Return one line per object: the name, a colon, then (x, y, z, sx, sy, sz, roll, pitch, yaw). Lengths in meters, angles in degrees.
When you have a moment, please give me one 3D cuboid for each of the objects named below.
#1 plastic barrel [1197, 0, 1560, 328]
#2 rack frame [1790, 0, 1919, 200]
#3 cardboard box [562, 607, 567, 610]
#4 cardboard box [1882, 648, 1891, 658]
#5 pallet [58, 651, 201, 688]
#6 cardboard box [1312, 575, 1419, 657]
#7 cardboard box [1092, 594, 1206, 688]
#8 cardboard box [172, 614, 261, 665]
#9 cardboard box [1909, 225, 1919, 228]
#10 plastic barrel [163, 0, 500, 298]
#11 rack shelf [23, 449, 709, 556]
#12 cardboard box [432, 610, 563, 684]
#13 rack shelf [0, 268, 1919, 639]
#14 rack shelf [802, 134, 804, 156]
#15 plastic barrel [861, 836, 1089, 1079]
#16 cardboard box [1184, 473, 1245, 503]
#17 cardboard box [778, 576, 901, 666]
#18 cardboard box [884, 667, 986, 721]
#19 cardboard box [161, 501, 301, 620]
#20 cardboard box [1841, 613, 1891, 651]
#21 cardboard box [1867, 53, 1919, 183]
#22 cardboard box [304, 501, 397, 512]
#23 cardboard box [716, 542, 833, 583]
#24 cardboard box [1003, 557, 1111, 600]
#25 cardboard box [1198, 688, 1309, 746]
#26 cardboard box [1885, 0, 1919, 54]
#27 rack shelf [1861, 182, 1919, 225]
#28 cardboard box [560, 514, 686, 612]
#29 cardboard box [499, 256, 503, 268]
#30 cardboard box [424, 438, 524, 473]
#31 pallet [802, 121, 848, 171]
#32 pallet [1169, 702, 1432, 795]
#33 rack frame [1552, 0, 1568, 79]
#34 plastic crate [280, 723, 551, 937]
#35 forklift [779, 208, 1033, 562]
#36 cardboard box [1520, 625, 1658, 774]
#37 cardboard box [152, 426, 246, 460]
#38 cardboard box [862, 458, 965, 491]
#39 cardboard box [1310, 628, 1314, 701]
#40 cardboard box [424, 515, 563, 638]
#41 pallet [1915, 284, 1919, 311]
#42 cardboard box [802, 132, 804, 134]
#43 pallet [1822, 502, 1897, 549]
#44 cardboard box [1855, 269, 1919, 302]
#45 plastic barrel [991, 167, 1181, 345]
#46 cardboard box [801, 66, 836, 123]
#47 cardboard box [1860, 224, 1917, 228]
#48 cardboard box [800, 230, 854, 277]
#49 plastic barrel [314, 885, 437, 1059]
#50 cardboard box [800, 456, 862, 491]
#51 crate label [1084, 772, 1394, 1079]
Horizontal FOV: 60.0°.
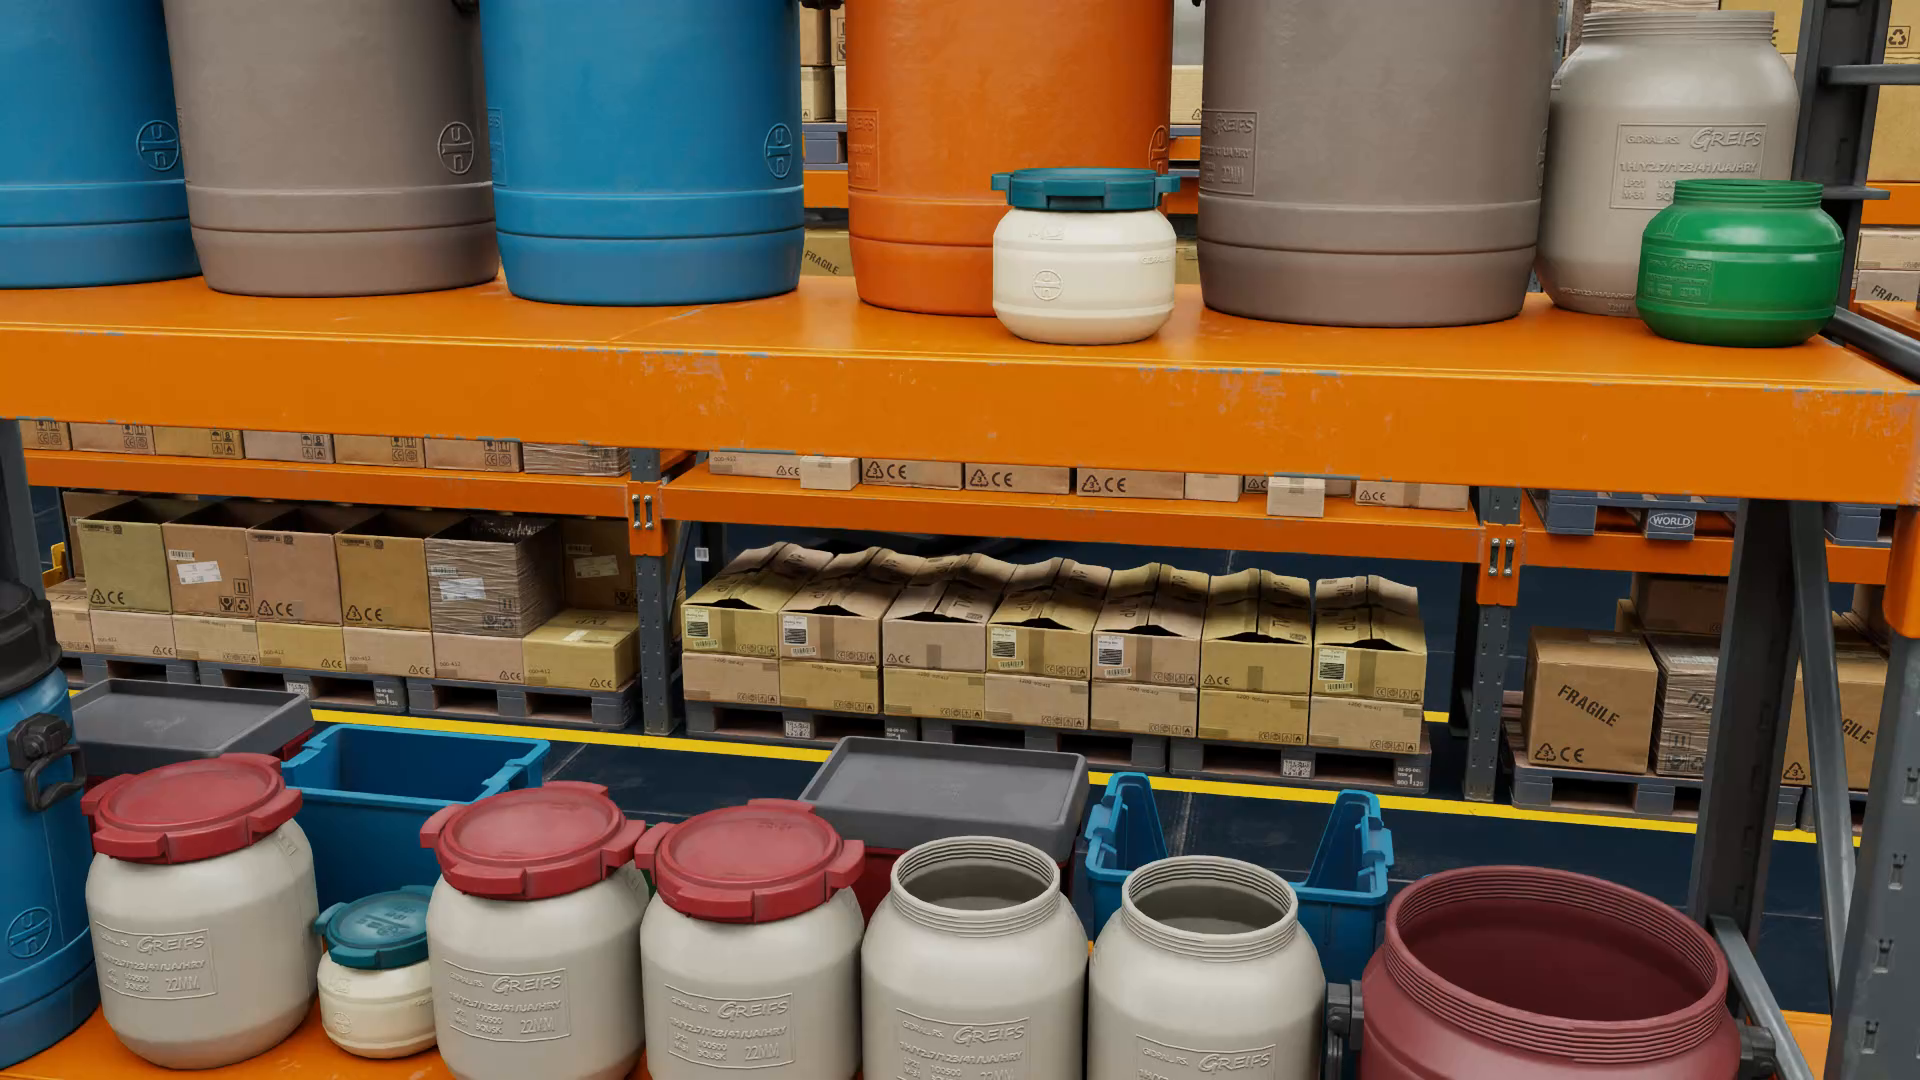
plastic barrel: (0.730, -0.861, 2.924, 0.600, 0.901, 0.600, 0, 15, 0)
rack frame: (1.492, -1.965, 2.228, 0.127, 3.000, 1.000, 3, 16, 11)
cardboard box: (-2.320, 0.409, 9.261, 0.500, 0.250, 0.500, 3, 16, 11)
cardboard box: (4.389, 0.803, 7.332, 0.500, 0.500, 0.500, 3, 16, 9)
pallet: (-4.599, 0.579, 9.507, 1.213, 0.211, 1.003, 3, 16, 11)
cardboard box: (2.028, 0.379, 8.320, 0.500, 0.311, 0.500, 4, 16, 13)
cardboard box: (0.915, 0.466, 8.003, 0.500, 0.311, 0.500, 3, 16, 11)
cardboard box: (-3.895, 0.467, 9.051, 0.500, 0.250, 0.500, 3, 16, 11)
cardboard box: (6.987, -2.108, 11.795, 0.500, 0.250, 0.500, 4, 16, 13)
plastic barrel: (-1.246, -0.968, 3.311, 0.600, 0.901, 0.600, 0, 15, 0)
rack shelf: (-3.397, -0.342, 8.954, 4.000, 0.370, 1.077, 3, 16, 11)
cardboard box: (-2.423, 0.544, 8.773, 0.500, 0.250, 0.500, 3, 16, 11)
rack shelf: (-0.468, -0.279, 3.108, 4.000, 0.370, 1.077, 3, 16, 11)
rack shelf: (-2.414, -3.083, 13.233, 4.000, 0.370, 1.077, 3, 16, 11)
plastic barrel: (0.028, 0.851, 3.090, 0.421, 0.512, 0.421, 0, 15, 0)
cardboard box: (1.222, -0.301, 7.931, 0.250, 0.149, 0.380, 4, 16, 15)
cardboard box: (-0.593, 0.386, 8.294, 0.500, 0.311, 0.500, 3, 16, 10)
cardboard box: (-0.083, 0.681, 8.277, 0.500, 0.250, 0.500, 3, 16, 9)
cardboard box: (-3.893, 0.103, 8.962, 0.500, 0.500, 0.500, 3, 16, 11)
cardboard box: (4.468, 0.666, 7.828, 0.500, 0.500, 0.500, 3, 16, 9)
cardboard box: (3.926, -1.794, 7.042, 0.500, 0.500, 0.910, 3, 16, 11)
cardboard box: (-3.300, -0.006, 9.356, 0.500, 0.500, 0.500, 3, 16, 11)
cardboard box: (-0.983, 0.217, 8.903, 0.500, 0.311, 0.500, 3, 16, 11)
cardboard box: (0.508, 0.298, 8.611, 0.500, 0.311, 0.500, 3, 16, 10)
cardboard box: (1.412, 0.763, 7.983, 0.500, 0.250, 0.500, 3, 16, 10)
cardboard box: (3.908, -2.266, 6.873, 0.500, 0.500, 0.500, 3, 16, 11)
rack shelf: (4.442, -1.362, 7.017, 4.000, 0.370, 1.077, 3, 16, 11)
cardboard box: (-1.829, 0.073, 9.070, 0.500, 0.500, 0.500, 3, 16, 11)
cardboard box: (-2.369, -1.304, 8.463, 0.500, 0.500, 0.700, 3, 16, 11)
cardboard box: (-2.392, -0.678, 8.635, 0.500, 0.500, 0.700, 3, 16, 11)
pallet: (-0.570, -1.892, 7.942, 1.217, 0.209, 0.805, 2, 16, 9)
pallet: (1.683, 0.921, 8.273, 1.213, 0.211, 1.003, 3, 16, 11)
rack frame: (2.482, -3.260, 6.905, 0.127, 3.000, 1.000, 3, 16, 11)
plastic crate: (-1.285, 0.699, 3.881, 0.575, 0.384, 0.392, 3, 16, 11)
forklift: (-0.390, -1.257, 11.039, 1.130, 2.935, 3.031, 10, 19, 33)
cardboard box: (2.872, 0.722, 7.623, 0.500, 0.500, 0.500, 4, 16, 13)
cardboard box: (-3.901, -0.760, 8.930, 0.500, 0.500, 0.700, 3, 16, 11)
cardboard box: (-0.172, -0.557, 8.197, 0.500, 0.500, 0.500, 4, 16, 15)
cardboard box: (2.028, 0.649, 8.395, 0.500, 0.250, 0.500, 3, 16, 11)
cardboard box: (-2.423, 0.182, 8.675, 0.500, 0.500, 0.500, 3, 16, 11)
pallet: (2.222, -0.362, 2.414, 1.213, 0.211, 1.003, 3, 16, 11)
cardboard box: (-1.000, -3.344, 12.600, 0.500, 0.500, 0.500, 4, 16, 13)
pallet: (4.389, -0.174, 7.362, 1.213, 0.211, 1.003, 3, 16, 11)
cardboard box: (6.381, -1.637, 11.500, 0.500, 0.500, 0.500, 3, 16, 12)
plastic barrel: (0.199, -0.459, 2.670, 0.301, 0.262, 0.301, 0, 15, 0)
cardboard box: (-0.835, -2.122, 7.910, 0.500, 0.250, 0.500, 5, 16, 17)
cardboard box: (6.473, -2.134, 11.889, 0.500, 0.250, 0.500, 3, 16, 12)
cardboard box: (-0.979, -2.121, 12.869, 0.500, 0.500, 0.500, 3, 16, 11)
plastic barrel: (-1.162, 0.891, 3.416, 0.301, 0.262, 0.301, 0, 15, 0)
cardboard box: (-0.610, -0.360, 8.144, 0.250, 0.149, 0.380, 3, 16, 11)
crate label: (0.572, 0.786, 3.470, 0.616, 0.435, 0.502, 3, 16, 11)
